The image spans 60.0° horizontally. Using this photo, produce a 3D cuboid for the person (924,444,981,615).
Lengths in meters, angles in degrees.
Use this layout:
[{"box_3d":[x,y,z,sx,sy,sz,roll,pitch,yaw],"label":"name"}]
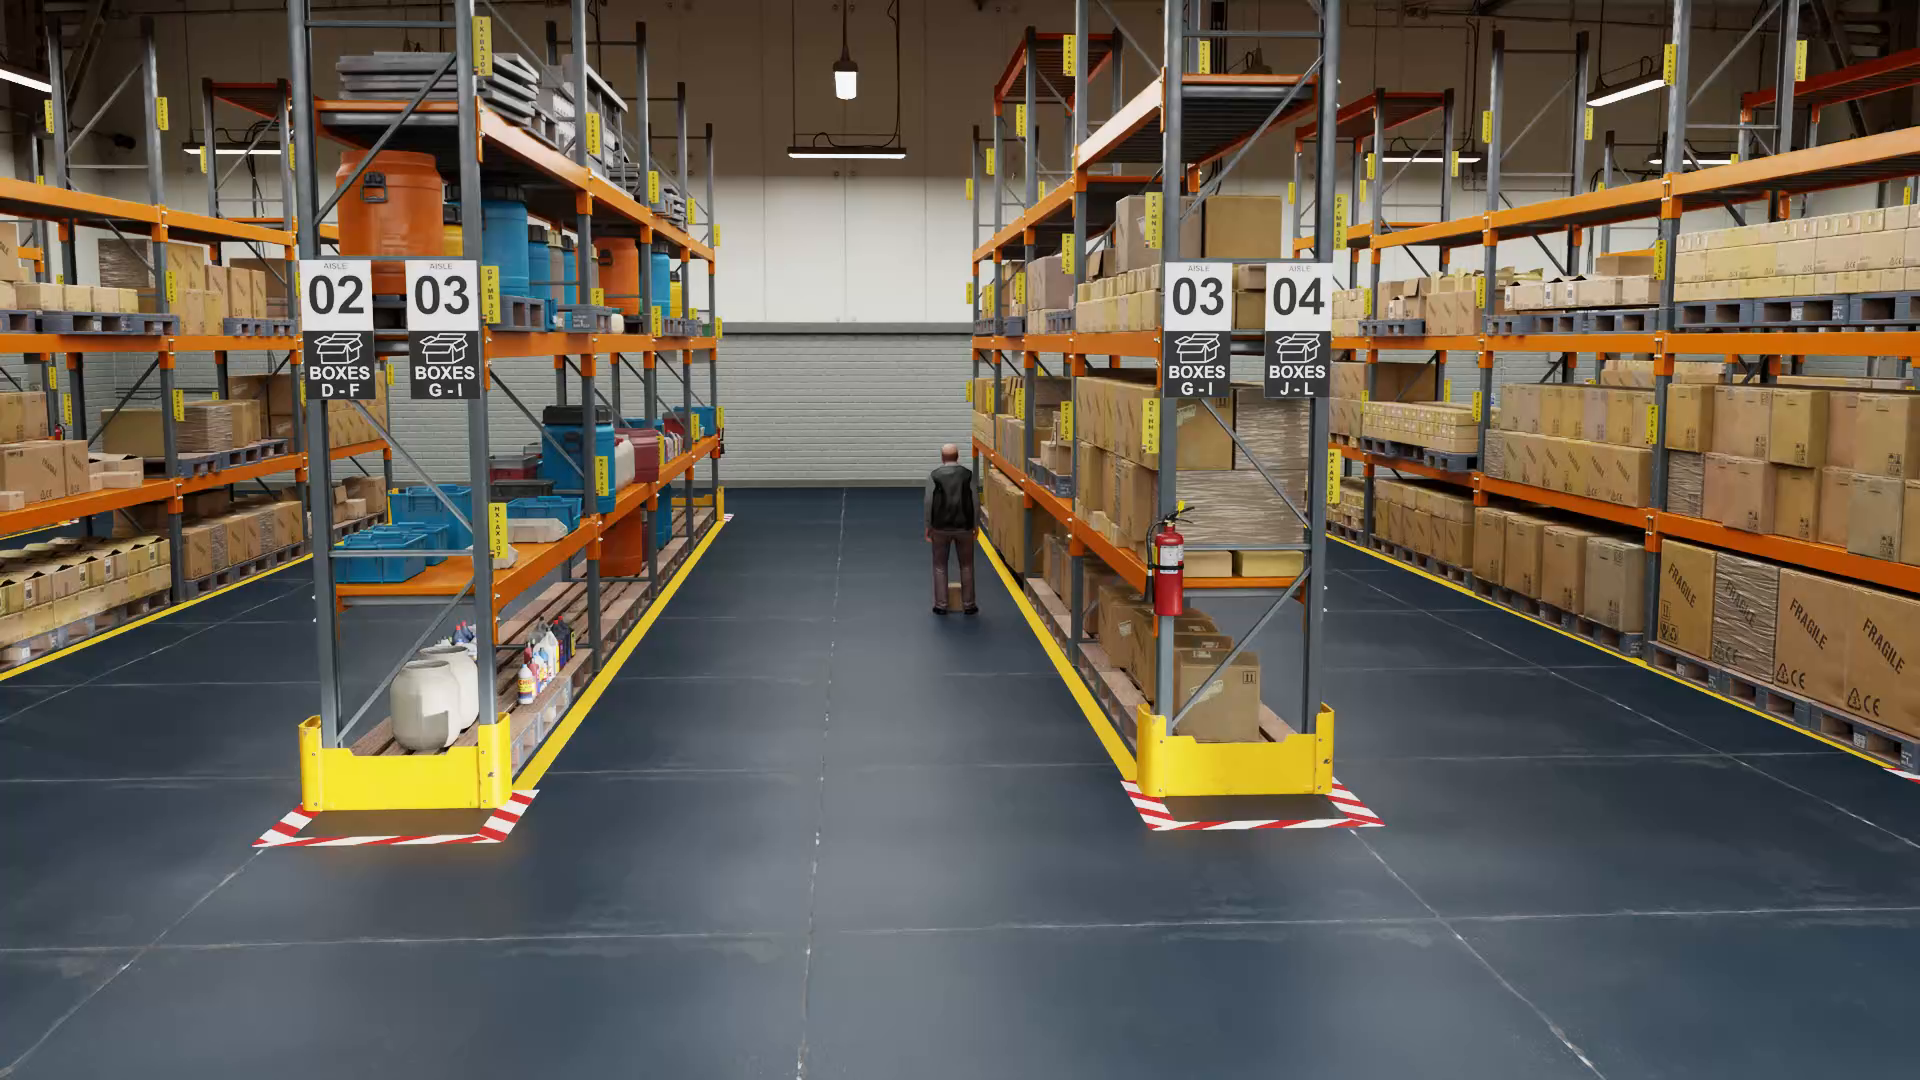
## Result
[{"box_3d":[-0.079,-0.108,16.751,0.578,1.719,0.425,-1,7,-6],"label":"person"}]
